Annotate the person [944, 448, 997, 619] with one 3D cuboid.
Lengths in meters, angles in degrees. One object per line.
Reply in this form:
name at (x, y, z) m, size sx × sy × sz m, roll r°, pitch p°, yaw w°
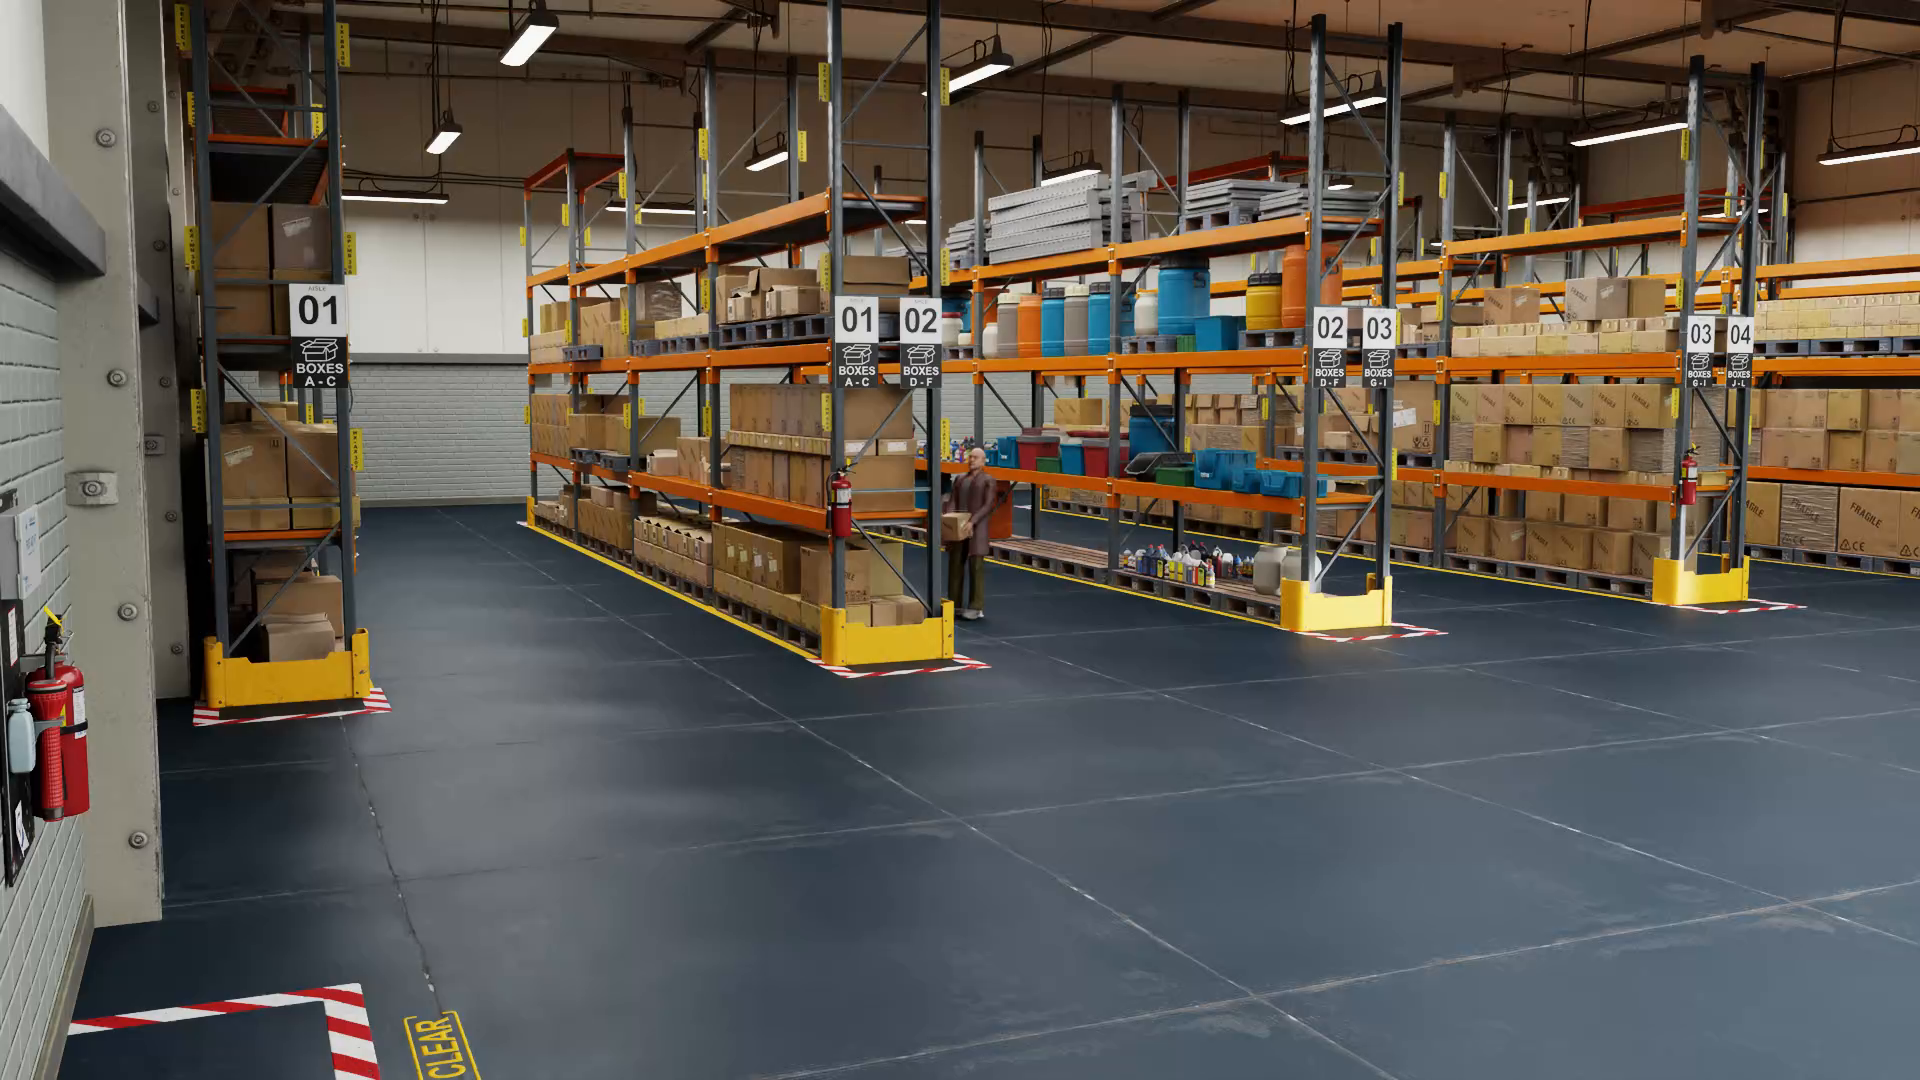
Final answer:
person at (0.068, -0.068, 17.404) m, size 0.552 × 1.780 × 0.539 m, roll 4°, pitch 6°, yaw 34°
